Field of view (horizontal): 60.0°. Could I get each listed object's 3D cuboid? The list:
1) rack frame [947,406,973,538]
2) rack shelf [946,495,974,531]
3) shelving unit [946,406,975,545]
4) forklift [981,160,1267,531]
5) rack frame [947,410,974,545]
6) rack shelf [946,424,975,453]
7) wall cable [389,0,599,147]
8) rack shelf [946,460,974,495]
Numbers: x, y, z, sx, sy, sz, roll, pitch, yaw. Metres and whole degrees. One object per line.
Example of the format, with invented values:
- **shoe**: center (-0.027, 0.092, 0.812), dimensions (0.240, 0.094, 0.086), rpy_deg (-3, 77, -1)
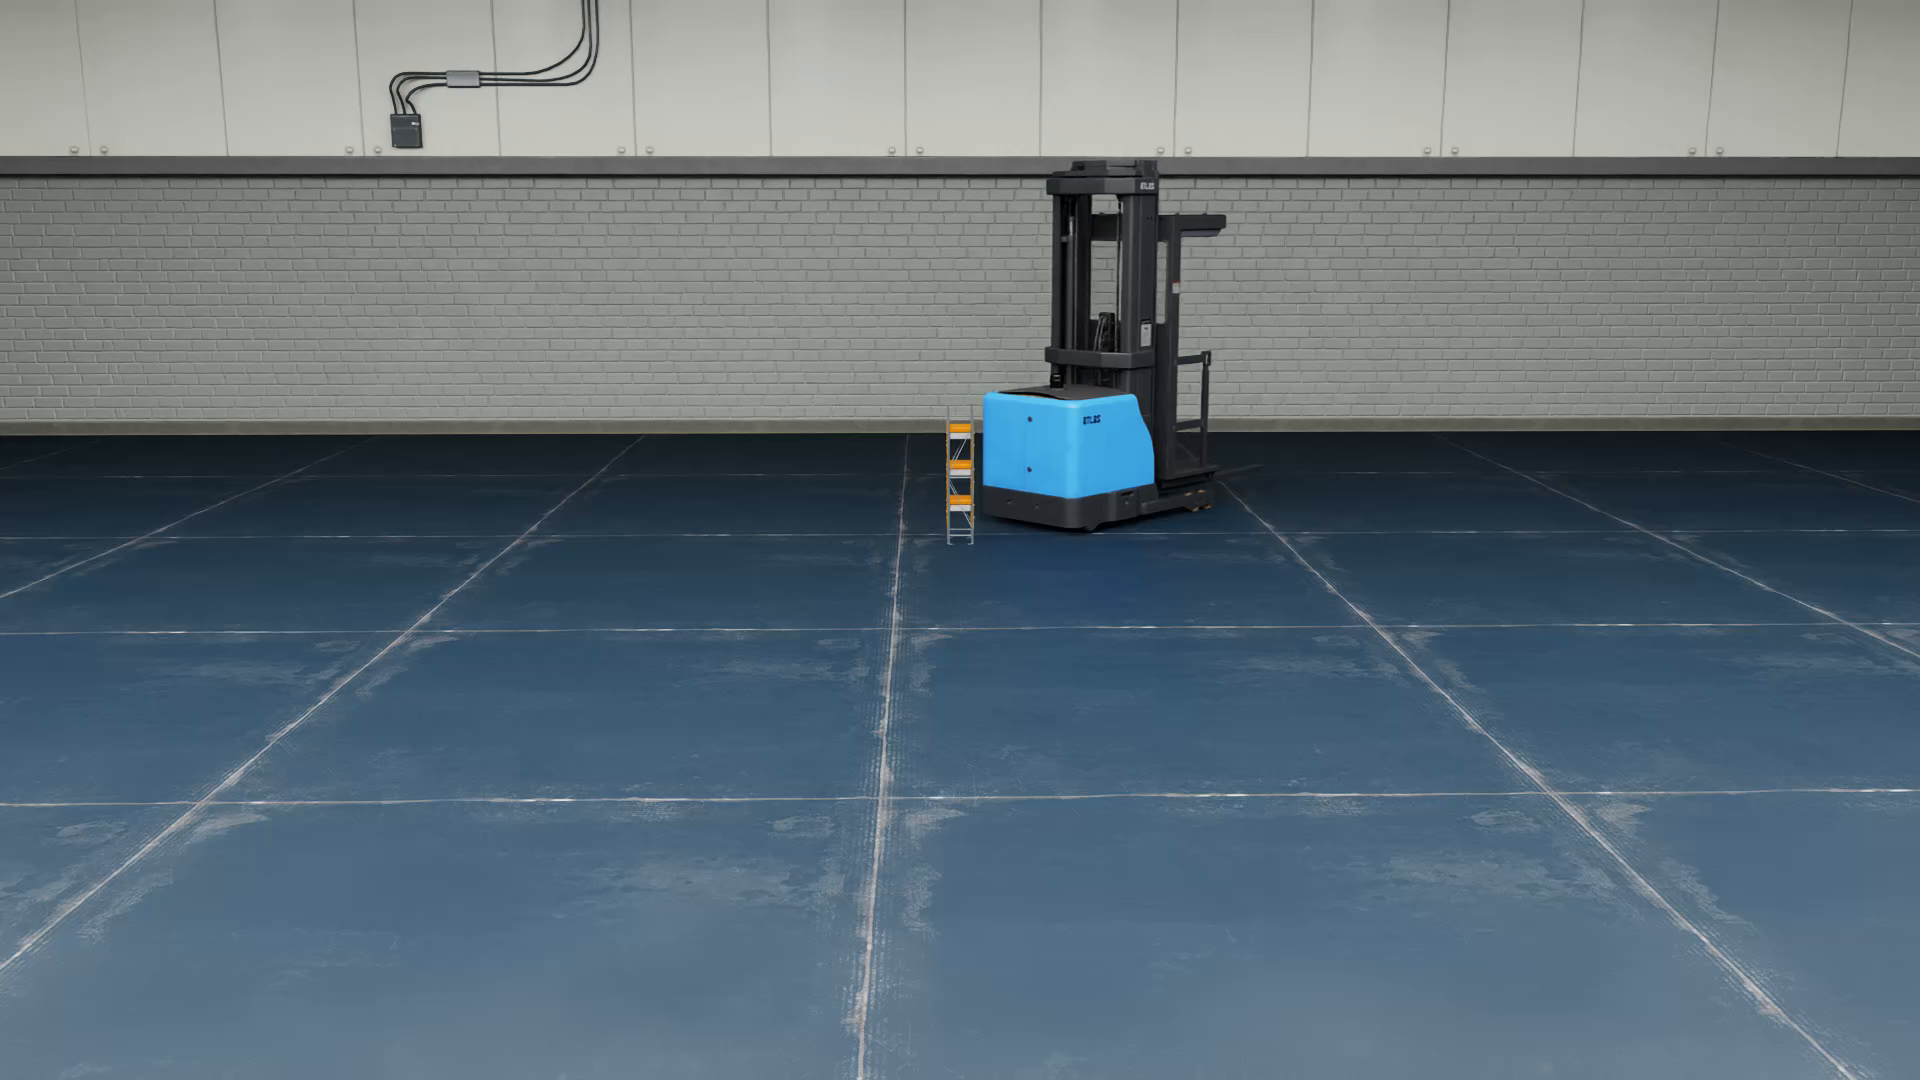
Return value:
- **rack frame**: center (-0.001, -0.528, 13.022), dimensions (0.200, 1.050, 0.008), rpy_deg (0, 11, -1)
- **rack shelf**: center (0.001, -0.221, 12.960), dimensions (0.215, 0.259, 0.240), rpy_deg (0, 11, -1)
- **shelving unit**: center (0.001, -0.504, 12.902), dimensions (0.215, 1.050, 0.252), rpy_deg (0, 11, -1)
- **forklift**: center (1.553, -1.738, 14.256), dimensions (1.130, 2.935, 3.031), rpy_deg (11, 16, 42)
- **rack frame**: center (0.004, -0.480, 12.783), dimensions (0.200, 1.050, 0.008), rpy_deg (0, 11, -1)
- **rack shelf**: center (0.001, -0.772, 12.848), dimensions (0.215, 0.259, 0.240), rpy_deg (0, 11, -1)
- **wall cable**: center (-5.099, -7.282, 17.765), dimensions (2.305, 6.003, 0.169), rpy_deg (0, 11, -1)
- **rack shelf**: center (0.001, -0.494, 12.904), dimensions (0.215, 0.259, 0.240), rpy_deg (0, 11, -1)
